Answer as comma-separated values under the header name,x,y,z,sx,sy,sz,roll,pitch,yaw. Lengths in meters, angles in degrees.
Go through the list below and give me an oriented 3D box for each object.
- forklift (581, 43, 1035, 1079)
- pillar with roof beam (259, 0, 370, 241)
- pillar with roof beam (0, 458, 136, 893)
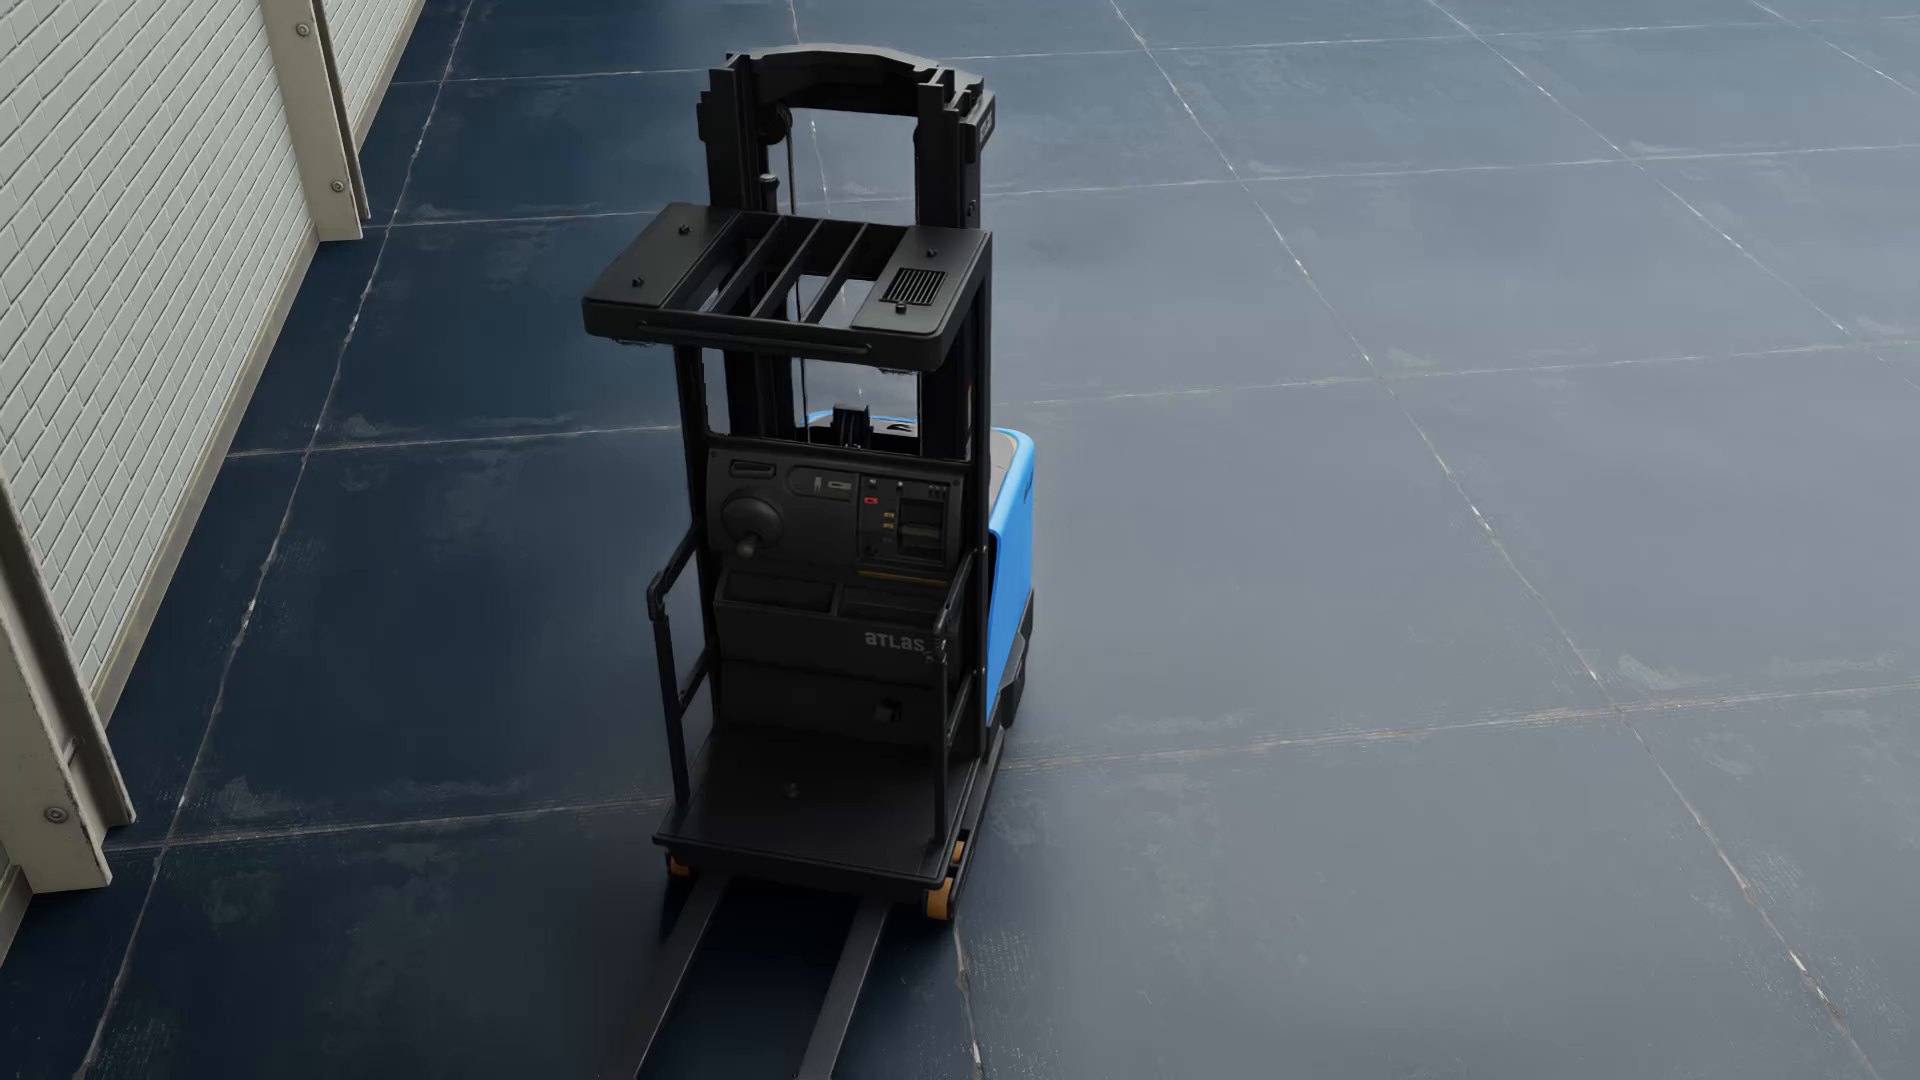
name,x,y,z,sx,sy,sz,roll,pitch,yaw
forklift,-0.492,-0.034,5.697,1.130,2.935,3.031,7,35,10
pillar with roof beam,0.044,-6.176,9.322,9.100,9.000,0.400,-4,35,-6
pillar with roof beam,0.851,-2.828,4.409,9.100,9.000,0.400,-4,35,-6
